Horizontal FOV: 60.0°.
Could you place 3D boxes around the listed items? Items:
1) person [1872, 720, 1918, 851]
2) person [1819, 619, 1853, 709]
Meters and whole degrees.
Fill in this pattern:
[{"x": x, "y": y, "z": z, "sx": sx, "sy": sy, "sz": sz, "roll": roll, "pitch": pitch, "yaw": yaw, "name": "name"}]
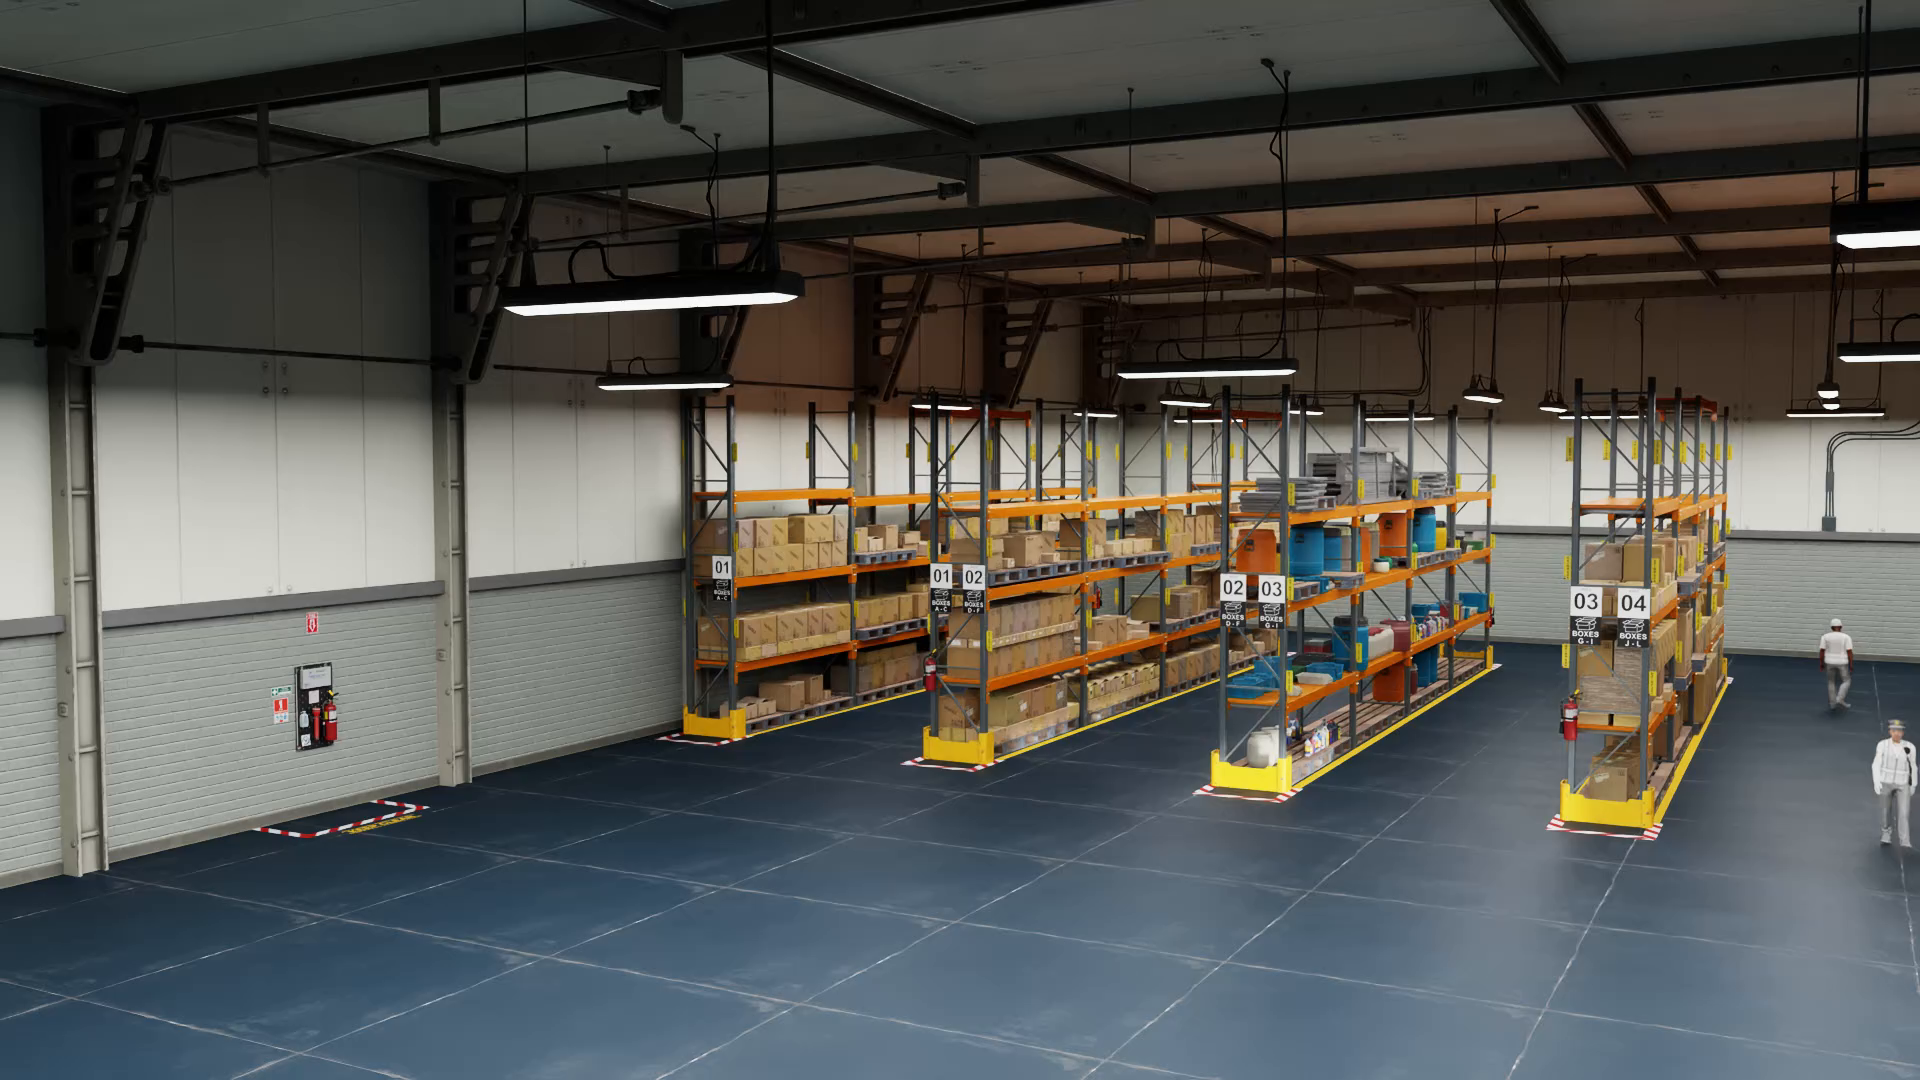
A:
[{"x": 11.737, "y": 3.069, "z": 20.891, "sx": 0.498, "sy": 1.622, "sz": 1.041, "roll": 2, "pitch": 4, "yaw": 31, "name": "person"}, {"x": 17.087, "y": 2.420, "z": 32.434, "sx": 0.595, "sy": 1.767, "sz": 0.547, "roll": 2, "pitch": 4, "yaw": 36, "name": "person"}]
